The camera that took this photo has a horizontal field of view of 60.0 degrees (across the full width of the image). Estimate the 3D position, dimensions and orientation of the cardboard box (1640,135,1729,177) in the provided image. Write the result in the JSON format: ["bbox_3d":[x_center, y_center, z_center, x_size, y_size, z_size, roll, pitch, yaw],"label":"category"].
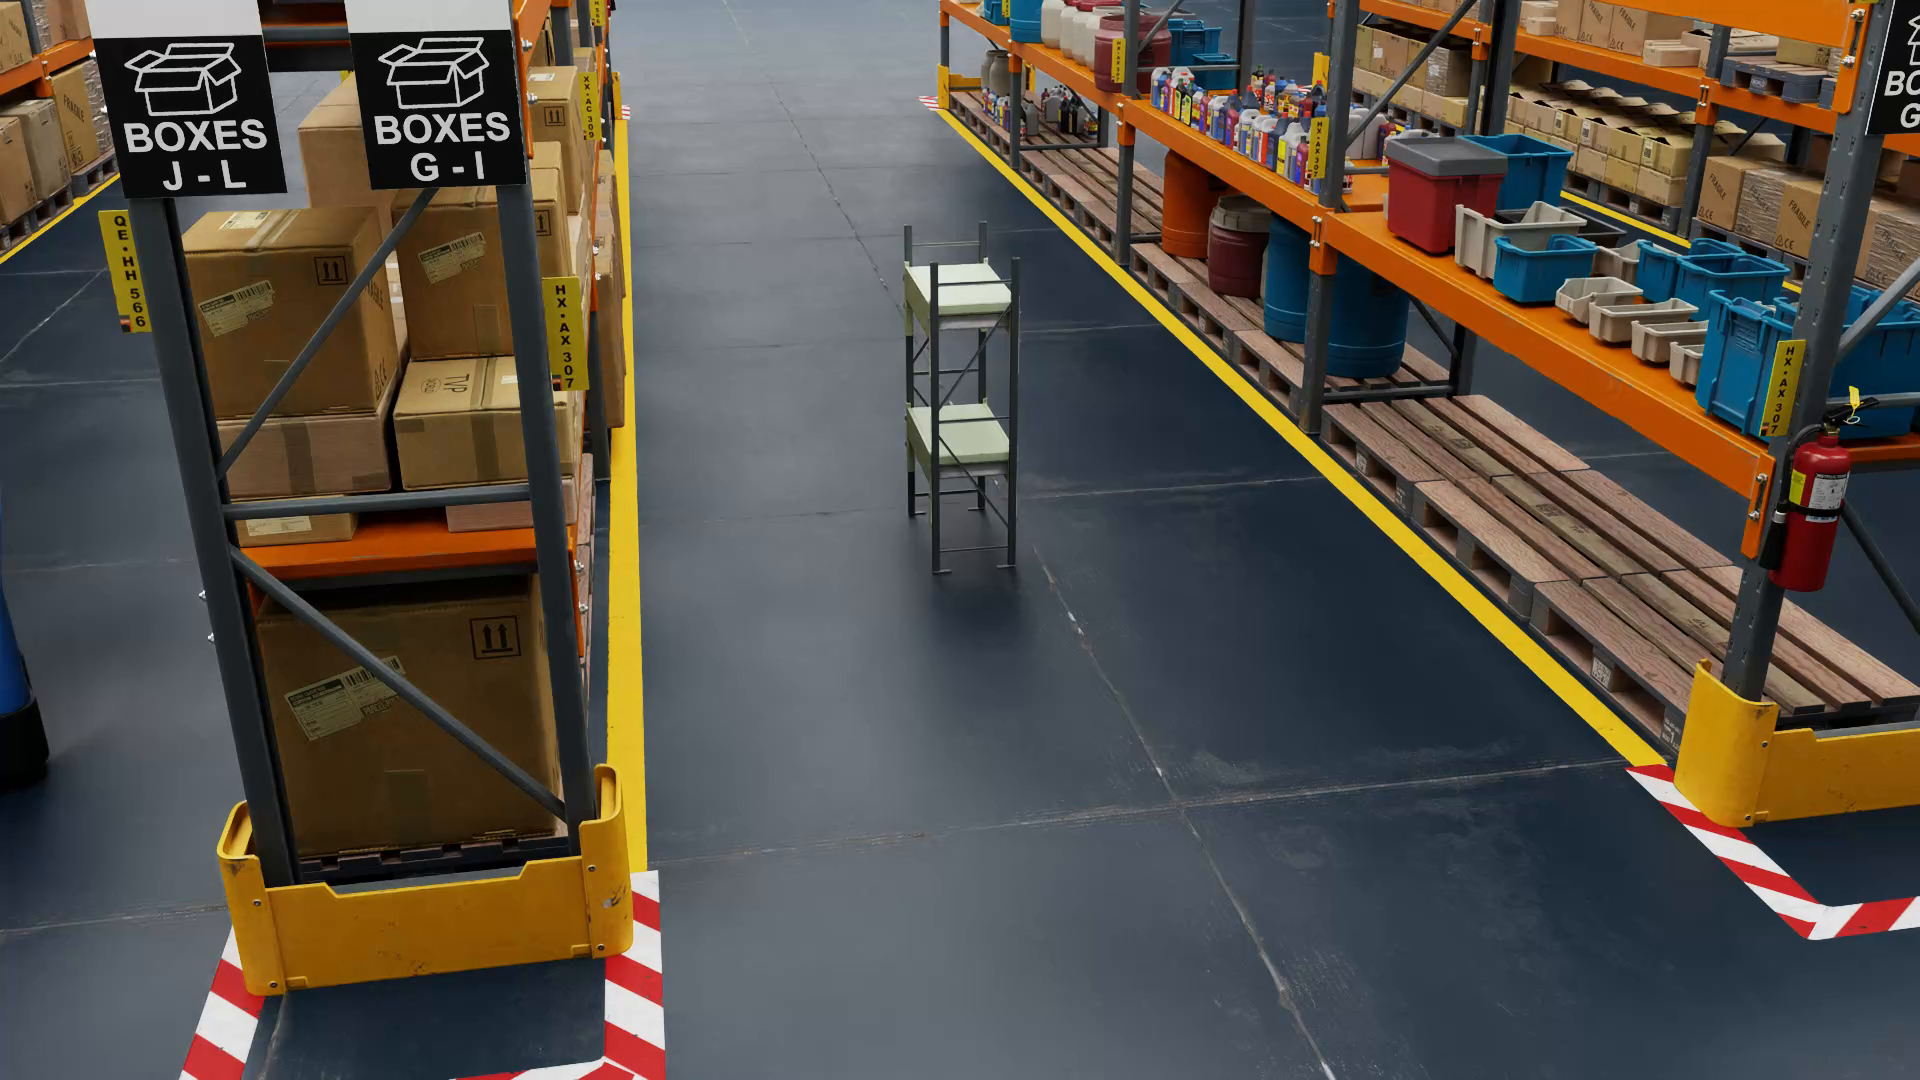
[{"bbox_3d":[6.274,-3.355,14.395,0.500,0.311,0.500,-4,24,-8],"label":"cardboard box"}]

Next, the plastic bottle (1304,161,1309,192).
[{"bbox_3d":[2.045,-2.123,9.612,0.097,0.201,0.097,0,24,0],"label":"plastic bottle"}]

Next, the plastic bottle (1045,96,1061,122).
[{"bbox_3d":[1.009,-4.709,18.136,0.152,0.276,0.135,-4,24,-10],"label":"plastic bottle"}]

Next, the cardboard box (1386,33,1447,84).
[{"bbox_3d":[5.289,-5.583,19.260,0.500,0.500,0.500,-4,24,-10],"label":"cardboard box"}]

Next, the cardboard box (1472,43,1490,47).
[{"bbox_3d":[5.995,-5.229,18.449,0.500,0.500,0.500,-4,24,-10],"label":"cardboard box"}]

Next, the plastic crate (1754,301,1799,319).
[{"bbox_3d":[3.398,-0.893,6.802,0.250,0.136,0.298,-4,24,-10],"label":"plastic crate"}]

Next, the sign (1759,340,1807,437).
[{"bbox_3d":[2.686,-0.494,5.429,0.100,0.325,0.005,-4,24,-10],"label":"sign"}]

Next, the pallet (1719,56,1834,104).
[{"bbox_3d":[6.807,-3.629,13.050,1.213,0.211,1.003,-4,24,-10],"label":"pallet"}]

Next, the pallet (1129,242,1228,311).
[{"bbox_3d":[1.931,-2.028,12.630,1.003,0.211,1.213,-4,24,-10],"label":"pallet"}]

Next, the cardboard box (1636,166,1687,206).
[{"bbox_3d":[6.276,-3.099,14.509,0.500,0.250,0.500,-4,24,-8],"label":"cardboard box"}]

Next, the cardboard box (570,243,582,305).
[{"bbox_3d":[-1.761,-0.983,6.568,0.500,0.250,0.500,-5,24,-11],"label":"cardboard box"}]

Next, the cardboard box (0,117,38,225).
[{"bbox_3d":[-8.378,-3.037,13.741,1.050,0.750,0.750,-4,24,-10],"label":"cardboard box"}]

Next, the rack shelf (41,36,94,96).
[{"bbox_3d":[-9.126,-4.949,16.733,1.077,0.370,4.000,-4,24,-10],"label":"rack shelf"}]

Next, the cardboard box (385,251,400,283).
[{"bbox_3d":[-2.282,-0.943,6.476,0.500,0.250,0.500,-4,24,-10],"label":"cardboard box"}]

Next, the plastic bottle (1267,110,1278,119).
[{"bbox_3d":[1.984,-2.614,10.649,0.097,0.271,0.097,0,24,0],"label":"plastic bottle"}]

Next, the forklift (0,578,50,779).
[{"bbox_3d":[-4.719,-0.791,6.399,1.130,2.935,3.031,-18,29,-35],"label":"forklift"}]

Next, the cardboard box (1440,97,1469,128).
[{"bbox_3d":[5.573,-4.650,18.060,0.500,0.250,0.500,-4,24,-10],"label":"cardboard box"}]

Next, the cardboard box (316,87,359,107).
[{"bbox_3d":[-2.463,-1.683,7.234,0.500,0.500,0.500,-4,24,-10],"label":"cardboard box"}]

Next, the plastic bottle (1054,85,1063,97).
[{"bbox_3d":[1.115,-4.837,18.337,0.144,0.351,0.185,-3,24,-8],"label":"plastic bottle"}]

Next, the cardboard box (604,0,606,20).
[{"bbox_3d":[-3.943,-5.383,16.330,0.875,0.500,0.500,-4,24,-10],"label":"cardboard box"}]

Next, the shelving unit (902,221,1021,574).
[{"bbox_3d":[-0.001,-0.690,7.956,0.431,1.500,0.755,-4,24,-10],"label":"shelving unit"}]

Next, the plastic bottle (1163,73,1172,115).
[{"bbox_3d":[1.522,-3.233,12.050,0.061,0.283,0.133,-4,24,-10],"label":"plastic bottle"}]

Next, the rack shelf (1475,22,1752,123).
[{"bbox_3d":[6.243,-4.435,15.556,1.077,0.370,4.000,-4,24,-10],"label":"rack shelf"}]

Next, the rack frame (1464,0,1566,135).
[{"bbox_3d":[5.873,-5.551,17.213,1.000,3.000,0.127,-4,24,-10],"label":"rack frame"}]

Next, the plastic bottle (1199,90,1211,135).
[{"bbox_3d":[1.675,-2.907,11.305,0.061,0.283,0.133,-4,24,-10],"label":"plastic bottle"}]

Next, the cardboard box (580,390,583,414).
[{"bbox_3d":[-1.577,-0.553,6.081,0.380,0.149,0.250,-5,24,-11],"label":"cardboard box"}]

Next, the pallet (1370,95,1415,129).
[{"bbox_3d":[5.538,-5.070,19.595,1.003,0.211,1.213,-4,24,-10],"label":"pallet"}]

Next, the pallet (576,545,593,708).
[{"bbox_3d":[-2.091,0.391,7.092,1.003,0.211,1.213,-4,24,-10],"label":"pallet"}]

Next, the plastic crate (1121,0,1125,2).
[{"bbox_3d":[1.395,-5.048,15.980,0.402,0.464,0.583,-4,24,-10],"label":"plastic crate"}]

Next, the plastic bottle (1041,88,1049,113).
[{"bbox_3d":[0.950,-4.917,18.605,0.061,0.283,0.133,-4,24,-10],"label":"plastic bottle"}]

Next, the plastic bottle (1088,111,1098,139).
[{"bbox_3d":[1.376,-4.295,17.196,0.097,0.271,0.097,0,24,0],"label":"plastic bottle"}]

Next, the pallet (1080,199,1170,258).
[{"bbox_3d":[1.639,-2.643,14.037,1.003,0.211,1.213,-4,24,-10],"label":"pallet"}]

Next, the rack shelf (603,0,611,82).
[{"bbox_3d":[-4.233,-5.277,17.483,1.077,0.370,4.000,-4,24,-10],"label":"rack shelf"}]

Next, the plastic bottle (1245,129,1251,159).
[{"bbox_3d":[1.859,-2.518,10.516,0.097,0.201,0.097,0,24,0],"label":"plastic bottle"}]

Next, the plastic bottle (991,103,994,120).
[{"bbox_3d":[0.394,-4.730,18.278,0.097,0.201,0.097,0,24,0],"label":"plastic bottle"}]

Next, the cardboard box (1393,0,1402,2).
[{"bbox_3d":[5.395,-6.584,19.453,0.700,0.500,0.500,-4,24,-9],"label":"cardboard box"}]

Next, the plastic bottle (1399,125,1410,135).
[{"bbox_3d":[2.710,-2.382,10.118,0.097,0.271,0.097,0,24,0],"label":"plastic bottle"}]

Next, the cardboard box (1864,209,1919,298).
[{"bbox_3d":[6.804,-2.026,11.715,0.500,0.500,0.500,-4,24,-9],"label":"cardboard box"}]

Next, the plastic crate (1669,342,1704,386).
[{"bbox_3d":[2.895,-0.680,6.314,0.396,0.136,0.243,-4,24,-10],"label":"plastic crate"}]

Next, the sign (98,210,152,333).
[{"bbox_3d":[-2.180,-0.704,4.372,0.100,0.325,0.005,-4,24,-10],"label":"sign"}]

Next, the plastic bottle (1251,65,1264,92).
[{"bbox_3d":[2.238,-3.432,12.506,0.061,0.283,0.133,-4,24,-10],"label":"plastic bottle"}]

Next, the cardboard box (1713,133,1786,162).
[{"bbox_3d":[6.805,-3.395,14.486,0.500,0.311,0.500,-4,24,-8],"label":"cardboard box"}]

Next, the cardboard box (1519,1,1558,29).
[{"bbox_3d":[6.007,-5.292,16.807,0.500,0.250,0.500,-3,24,-6],"label":"cardboard box"}]

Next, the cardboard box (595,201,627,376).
[{"bbox_3d":[-2.688,-1.493,10.052,1.225,0.875,0.875,-5,24,-12],"label":"cardboard box"}]

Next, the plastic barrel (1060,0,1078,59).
[{"bbox_3d":[1.102,-4.567,14.790,0.433,0.535,0.433,0,24,0],"label":"plastic barrel"}]

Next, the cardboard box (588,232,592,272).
[{"bbox_3d":[-1.957,-1.361,7.932,0.380,0.149,0.250,-4,24,-9],"label":"cardboard box"}]

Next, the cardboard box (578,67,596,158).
[{"bbox_3d":[-2.603,-2.716,10.596,0.500,0.500,0.500,-5,24,-11],"label":"cardboard box"}]

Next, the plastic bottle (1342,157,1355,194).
[{"bbox_3d":[2.212,-2.096,9.550,0.097,0.201,0.097,0,24,0],"label":"plastic bottle"}]

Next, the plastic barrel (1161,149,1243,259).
[{"bbox_3d":[1.851,-2.620,12.687,0.600,0.830,0.708,-4,24,-10],"label":"plastic barrel"}]

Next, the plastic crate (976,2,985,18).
[{"bbox_3d":[0.455,-5.685,17.849,0.530,0.136,0.437,-4,24,-10],"label":"plastic crate"}]

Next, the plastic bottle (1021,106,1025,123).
[{"bbox_3d":[0.602,-4.406,17.350,0.144,0.351,0.185,-5,24,-11],"label":"plastic bottle"}]

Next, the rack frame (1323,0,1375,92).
[{"bbox_3d":[5.133,-7.125,20.815,1.000,3.000,0.127,-4,24,-10],"label":"rack frame"}]

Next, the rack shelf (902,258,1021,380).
[{"bbox_3d":[-0.001,-1.048,7.800,0.431,0.370,0.720,-4,24,-10],"label":"rack shelf"}]
